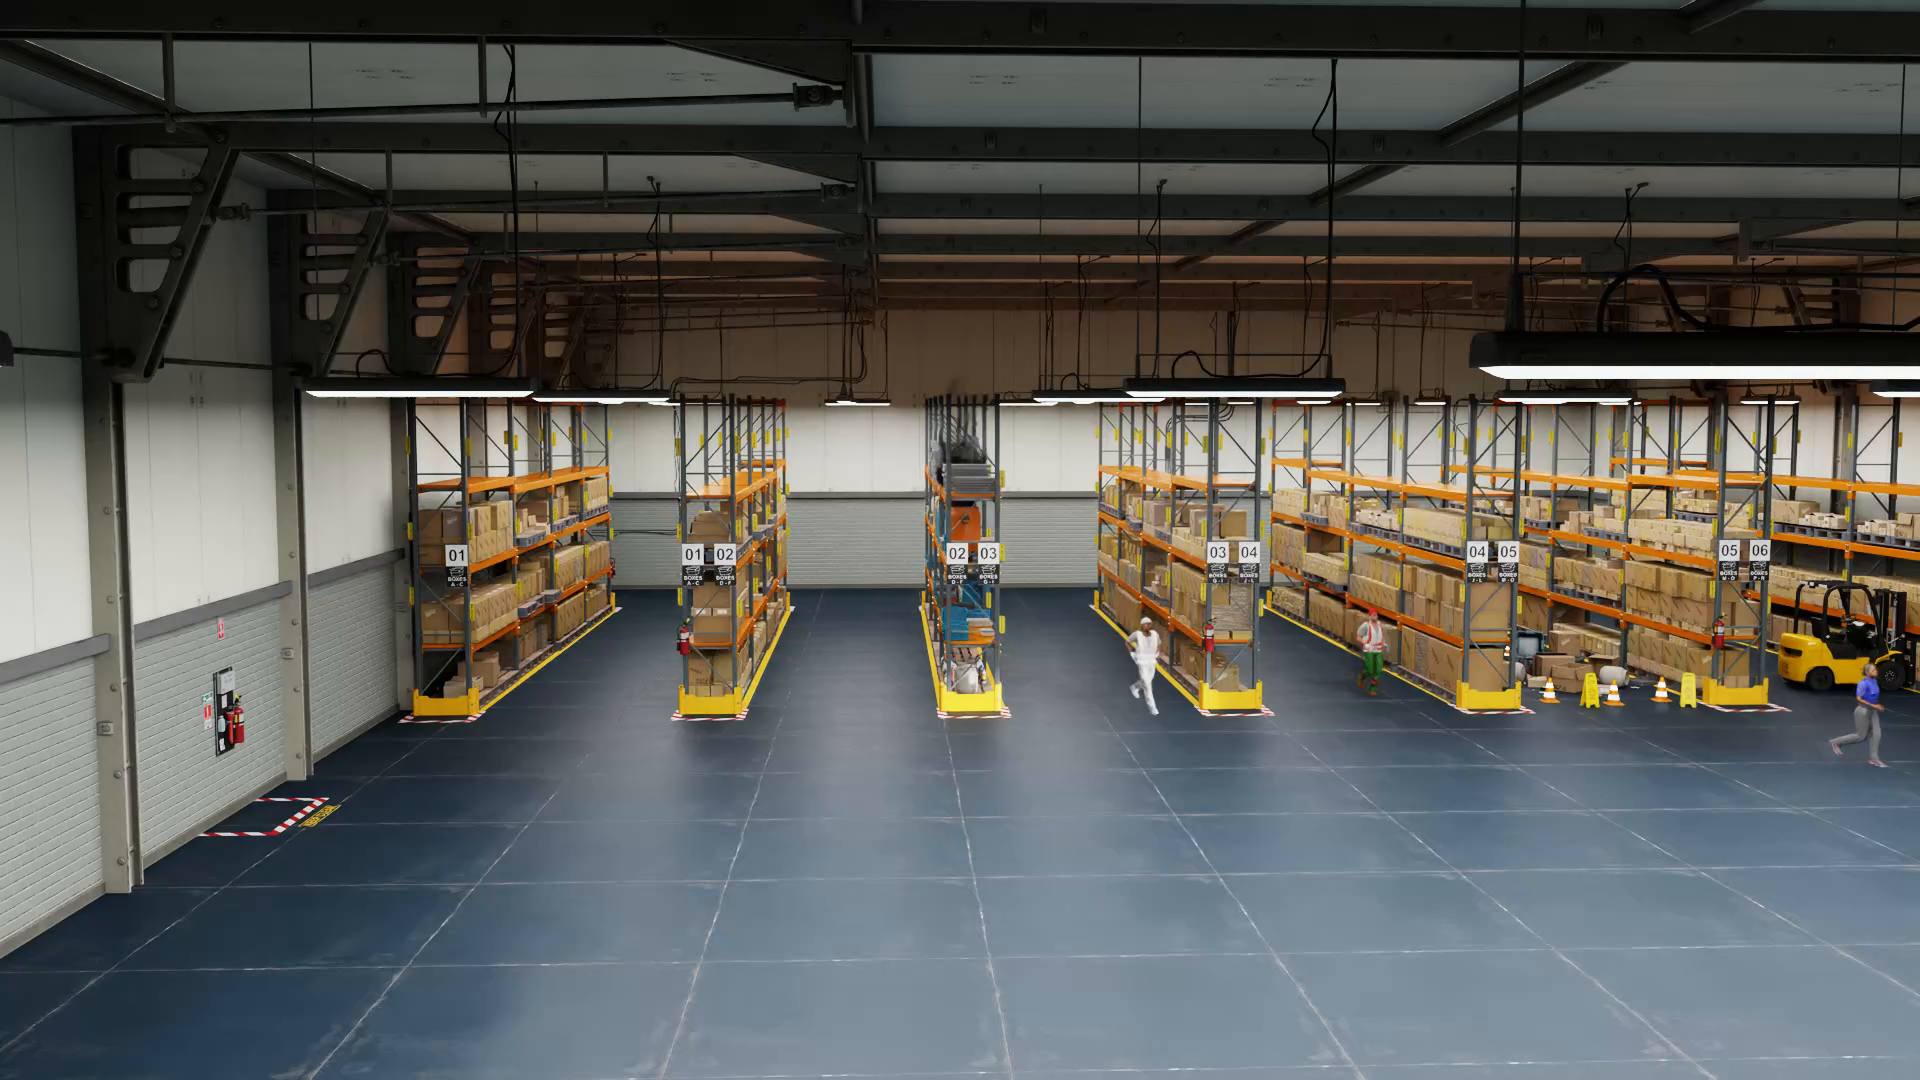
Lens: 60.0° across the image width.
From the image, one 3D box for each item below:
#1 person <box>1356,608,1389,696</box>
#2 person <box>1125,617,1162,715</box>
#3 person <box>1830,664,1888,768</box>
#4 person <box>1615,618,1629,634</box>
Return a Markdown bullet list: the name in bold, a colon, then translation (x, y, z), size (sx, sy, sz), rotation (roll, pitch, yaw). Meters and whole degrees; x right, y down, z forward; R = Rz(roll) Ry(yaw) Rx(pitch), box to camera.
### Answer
- **person**: translation (8.222, 2.229, 33.205), size (0.646, 1.743, 0.645), rotation (-1, 5, -18)
- **person**: translation (3.526, 2.349, 31.578), size (0.632, 1.784, 1.166), rotation (-2, 5, -26)
- **person**: translation (14.540, 2.803, 26.781), size (0.588, 1.656, 0.840), rotation (-4, 6, -39)
- **person**: translation (16.256, 1.693, 40.712), size (0.619, 1.619, 0.830), rotation (0, 5, -6)
